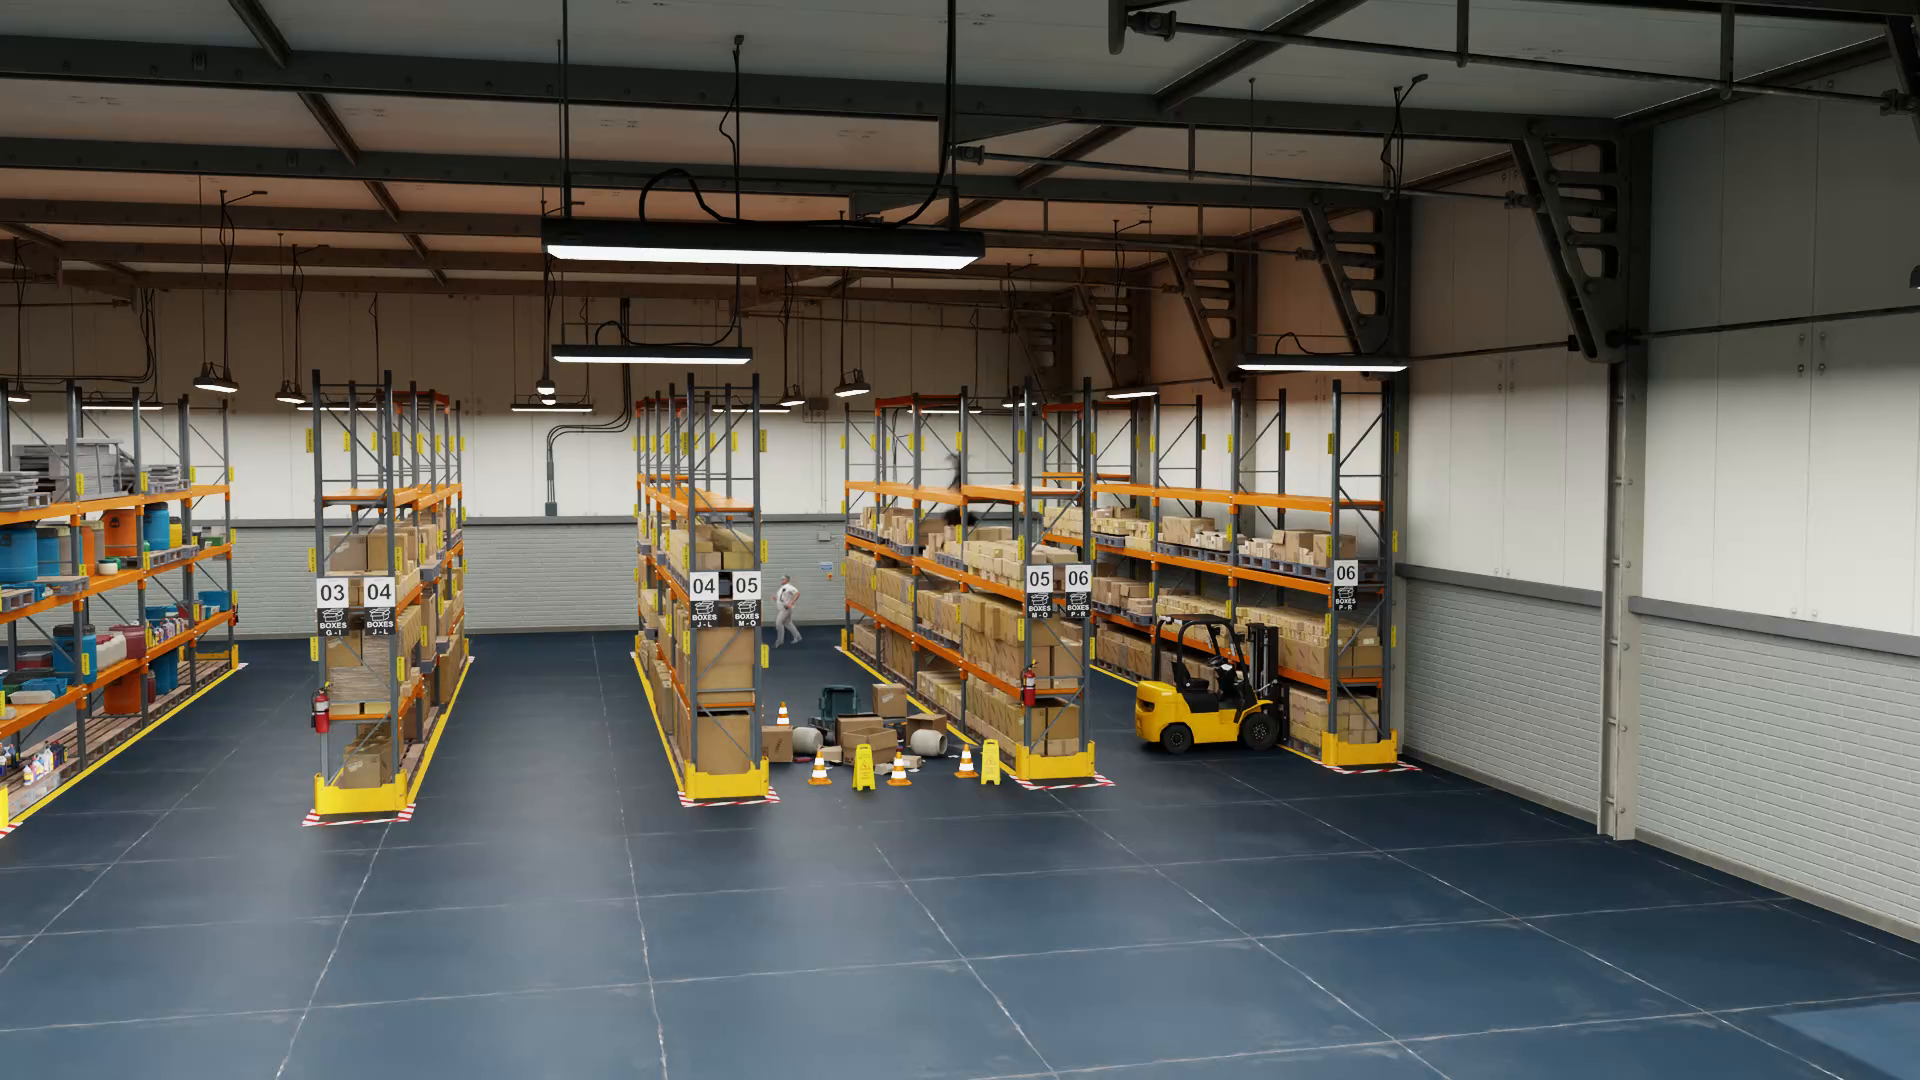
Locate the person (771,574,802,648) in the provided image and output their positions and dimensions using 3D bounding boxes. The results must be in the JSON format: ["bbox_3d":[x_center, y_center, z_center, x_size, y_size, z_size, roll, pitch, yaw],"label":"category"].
[{"bbox_3d":[-4.291,1.742,41.145,0.802,1.843,0.645,-1,4,-20],"label":"person"}]
